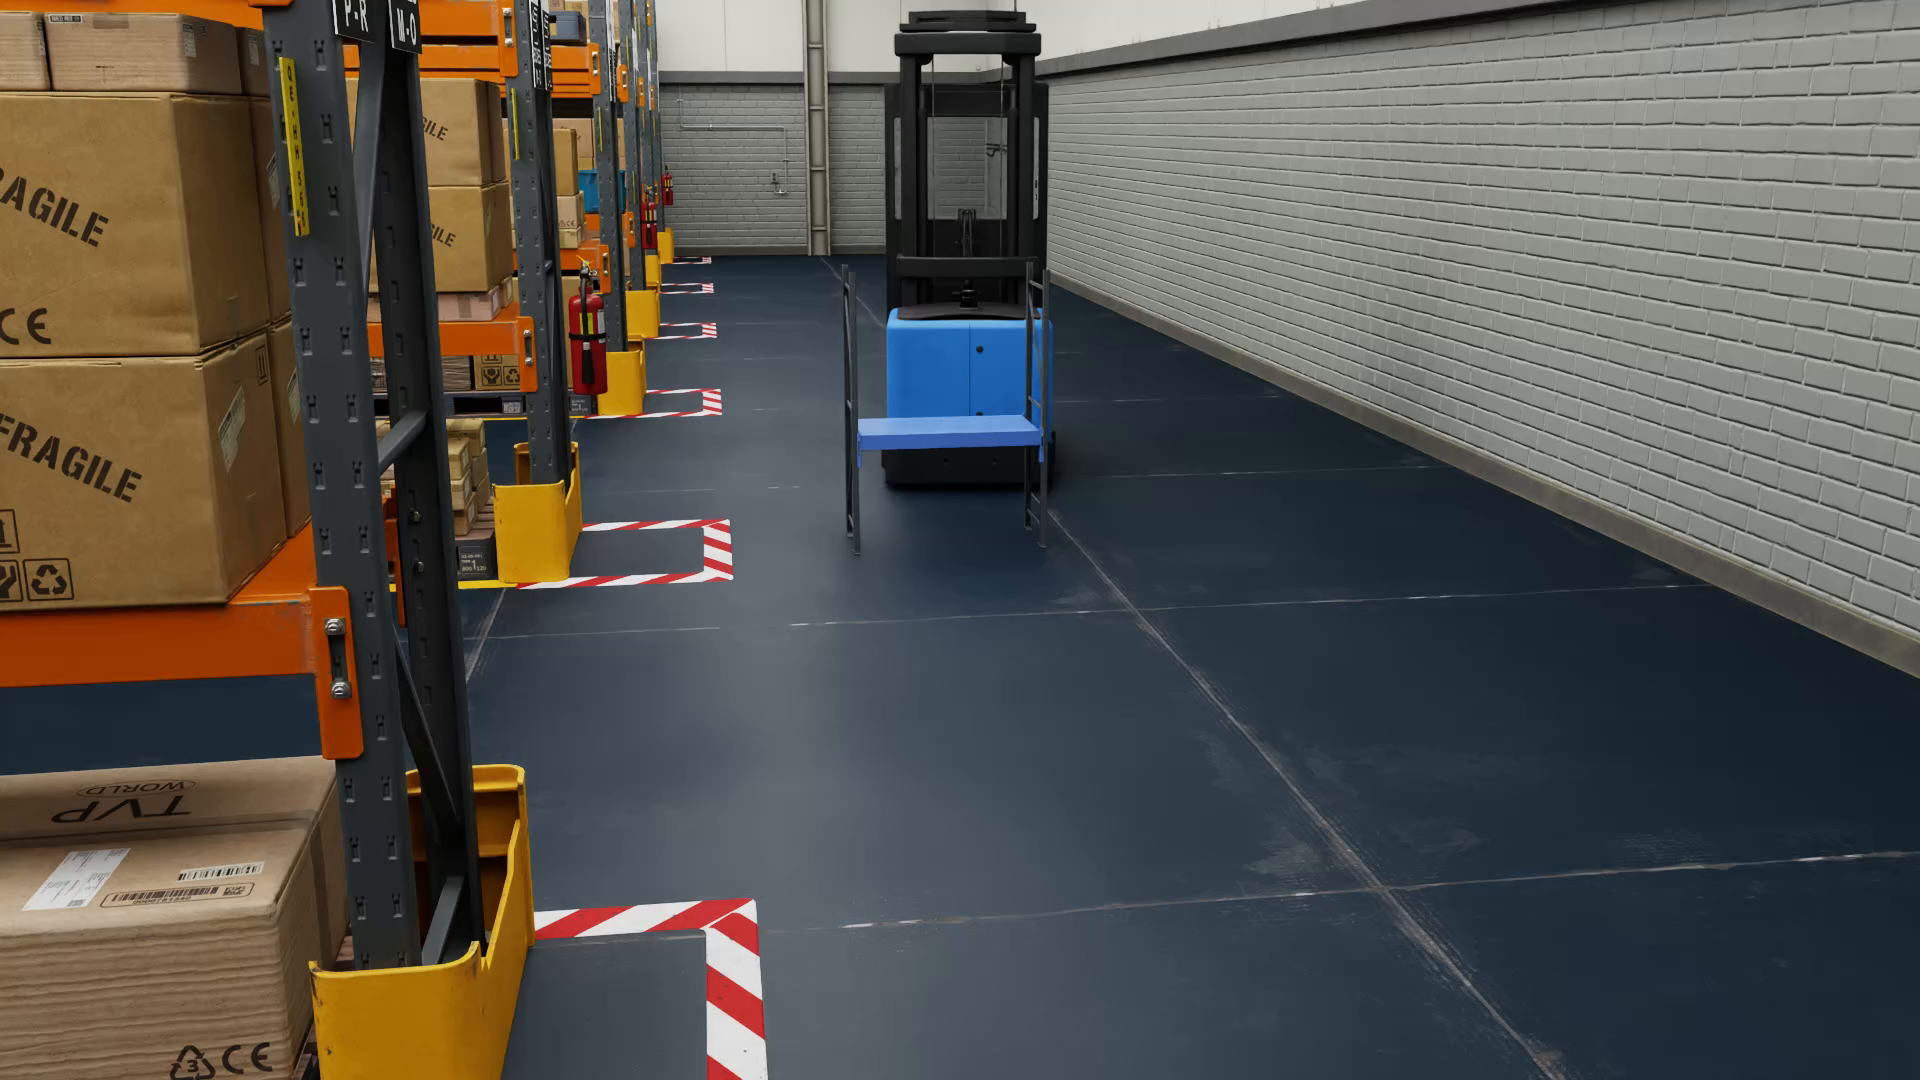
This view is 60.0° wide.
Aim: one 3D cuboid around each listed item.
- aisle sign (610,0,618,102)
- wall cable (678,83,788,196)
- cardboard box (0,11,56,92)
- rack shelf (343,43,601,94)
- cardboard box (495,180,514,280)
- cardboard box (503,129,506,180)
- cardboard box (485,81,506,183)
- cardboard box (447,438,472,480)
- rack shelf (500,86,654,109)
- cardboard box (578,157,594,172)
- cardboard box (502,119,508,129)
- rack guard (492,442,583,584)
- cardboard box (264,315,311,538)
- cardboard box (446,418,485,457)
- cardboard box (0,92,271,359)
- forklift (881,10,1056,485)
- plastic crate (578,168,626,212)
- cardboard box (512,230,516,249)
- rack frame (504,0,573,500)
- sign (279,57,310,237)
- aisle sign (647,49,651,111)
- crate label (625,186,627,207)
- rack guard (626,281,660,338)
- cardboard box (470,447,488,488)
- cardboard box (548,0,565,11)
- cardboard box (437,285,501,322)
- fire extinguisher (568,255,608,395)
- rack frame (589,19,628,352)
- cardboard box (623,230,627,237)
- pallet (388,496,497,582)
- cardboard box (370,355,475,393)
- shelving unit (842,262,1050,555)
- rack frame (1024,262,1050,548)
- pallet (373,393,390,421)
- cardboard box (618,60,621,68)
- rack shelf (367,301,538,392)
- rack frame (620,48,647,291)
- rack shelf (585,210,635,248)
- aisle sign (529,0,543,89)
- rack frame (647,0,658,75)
[{"bbox_3d":[-2.774,-3.915,13.323,0.004,0.787,0.394,-2,14,-8],"label":"aisle sign"},{"bbox_3d":[-3.889,-6.921,28.563,1.851,1.984,0.084,-2,14,-8],"label":"wall cable"},{"bbox_3d":[-1.896,-0.968,3.320,0.250,0.149,0.380,-2,14,-7],"label":"cardboard box"},{"bbox_3d":[-4.778,-3.613,12.775,4.000,0.370,1.077,-2,14,-8],"label":"rack shelf"},{"bbox_3d":[-2.646,-1.626,8.721,0.500,0.500,0.500,-1,14,-6],"label":"cardboard box"},{"bbox_3d":[-3.810,-3.044,13.350,0.500,0.500,0.500,-2,14,-10],"label":"cardboard box"},{"bbox_3d":[-2.645,-2.108,8.589,0.500,0.500,0.500,-2,14,-9],"label":"cardboard box"},{"bbox_3d":[-2.647,-0.412,8.473,0.250,0.149,0.380,-2,14,-8],"label":"cardboard box"},{"bbox_3d":[-6.992,-7.188,27.028,4.000,0.370,1.077,-2,14,-8],"label":"rack shelf"},{"bbox_3d":[-5.187,-4.910,22.427,0.500,0.500,0.500,-2,14,-8],"label":"cardboard box"},{"bbox_3d":[-6.191,-5.357,22.154,0.500,0.500,0.500,-2,14,-7],"label":"cardboard box"},{"bbox_3d":[-2.236,-0.168,8.863,0.348,0.500,1.175,-2,14,-8],"label":"rack guard"},{"bbox_3d":[-1.841,-0.296,4.030,0.500,0.500,0.500,-2,14,-9],"label":"cardboard box"},{"bbox_3d":[-2.730,-0.555,9.043,0.250,0.149,0.380,-3,14,-11],"label":"cardboard box"},{"bbox_3d":[-1.765,-0.655,3.405,0.500,0.500,0.500,-2,14,-6],"label":"cardboard box"},{"bbox_3d":[0.039,-2.072,11.457,1.130,2.935,3.031,0,14,-1],"label":"forklift"},{"bbox_3d":[-3.841,-3.760,17.853,0.499,0.435,0.616,-2,14,-8],"label":"plastic crate"},{"bbox_3d":[-3.360,-2.356,12.966,0.250,0.149,0.380,-2,14,-8],"label":"cardboard box"},{"bbox_3d":[-2.161,-1.383,8.570,0.127,3.000,1.000,-2,14,-8],"label":"rack frame"},{"bbox_3d":[-1.257,-0.741,3.144,0.005,0.325,0.100,-2,14,-8],"label":"sign"},{"bbox_3d":[-4.159,-6.152,22.243,0.004,0.787,0.394,-2,14,-8],"label":"aisle sign"},{"bbox_3d":[-3.831,-3.789,18.385,0.303,0.233,0.416,-2,14,-8],"label":"crate label"},{"bbox_3d":[-3.516,-2.563,18.412,0.348,0.500,1.175,-2,14,-8],"label":"rack guard"},{"bbox_3d":[-2.718,-0.391,9.000,0.250,0.149,0.380,-1,14,-6],"label":"cardboard box"},{"bbox_3d":[-3.306,-4.303,12.775,0.500,0.500,0.700,-3,14,-12],"label":"cardboard box"},{"bbox_3d":[-2.442,-1.181,8.282,0.250,0.149,0.380,-2,14,-8],"label":"cardboard box"},{"bbox_3d":[-1.843,-1.063,8.218,0.183,0.674,0.296,-2,14,-8],"label":"fire extinguisher"},{"bbox_3d":[-2.800,-2.580,13.341,0.127,3.000,1.000,-2,14,-8],"label":"rack frame"},{"bbox_3d":[-5.691,-5.096,27.650,0.500,0.500,0.700,-2,14,-8],"label":"cardboard box"},{"bbox_3d":[-3.045,-0.007,8.814,1.213,0.211,1.003,-2,14,-8],"label":"pallet"},{"bbox_3d":[-4.321,-1.677,13.248,0.875,0.875,0.875,-2,14,-8],"label":"cardboard box"},{"bbox_3d":[-0.084,-0.724,9.027,1.048,1.500,0.538,-2,14,-8],"label":"shelving unit"},{"bbox_3d":[0.418,-0.743,9.101,0.032,1.500,0.500,-2,14,-8],"label":"rack frame"},{"bbox_3d":[-4.783,-1.136,13.317,1.213,0.211,1.003,-2,14,-8],"label":"pallet"},{"bbox_3d":[-4.741,-6.263,22.170,0.500,0.250,0.500,-2,14,-8],"label":"cardboard box"},{"bbox_3d":[-4.139,-0.961,8.368,4.000,0.370,1.077,-2,14,-8],"label":"rack shelf"},{"bbox_3d":[-3.538,-3.771,18.092,0.127,3.000,1.000,-2,14,-8],"label":"rack frame"},{"bbox_3d":[-5.516,-3.350,17.891,4.000,0.370,1.077,-2,14,-8],"label":"rack shelf"},{"bbox_3d":[-2.044,-2.574,7.976,0.004,0.787,0.394,-2,14,-8],"label":"aisle sign"},{"bbox_3d":[-5.014,-9.064,26.864,0.127,3.000,1.000,-2,14,-8],"label":"rack frame"}]
